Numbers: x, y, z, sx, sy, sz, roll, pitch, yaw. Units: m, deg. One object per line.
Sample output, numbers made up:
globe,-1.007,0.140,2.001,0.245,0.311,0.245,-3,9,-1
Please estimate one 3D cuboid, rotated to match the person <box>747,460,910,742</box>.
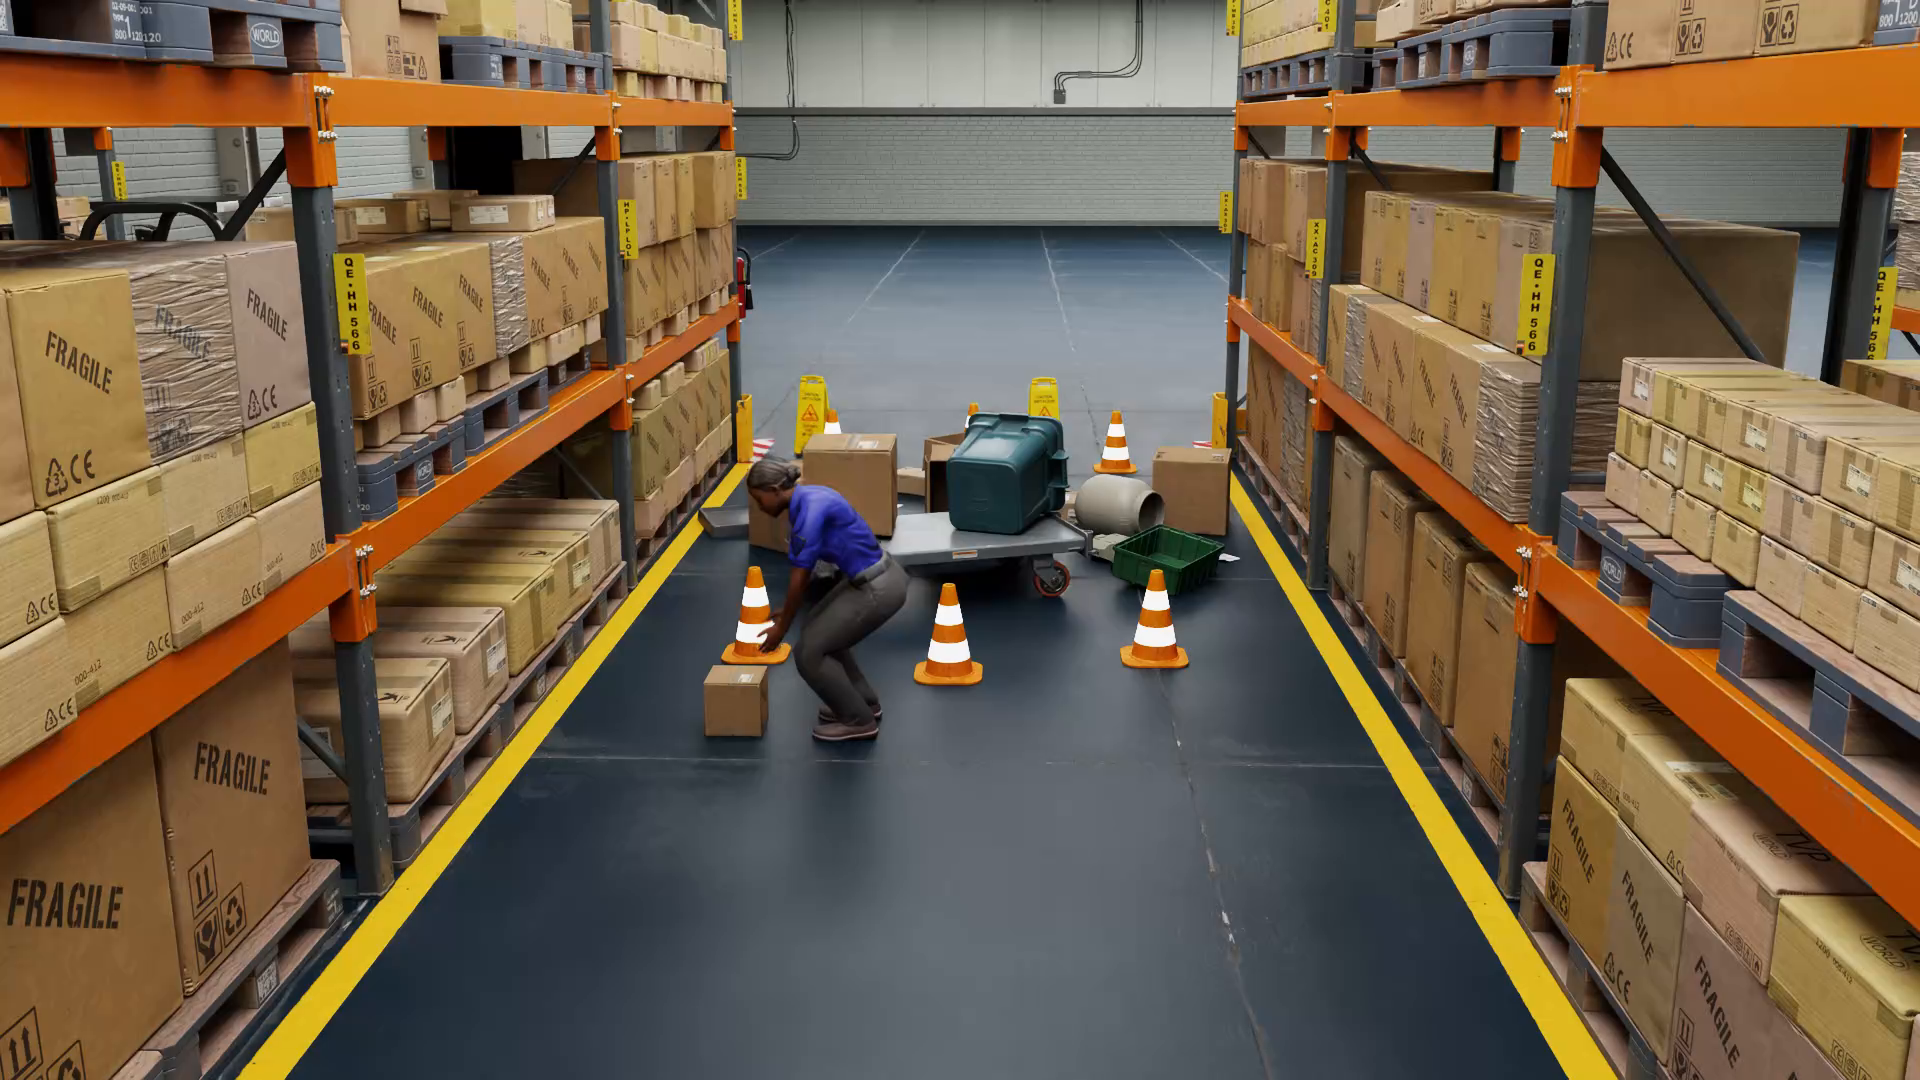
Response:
person,-0.575,0.257,7.342,0.698,1.248,0.500,0,14,2
